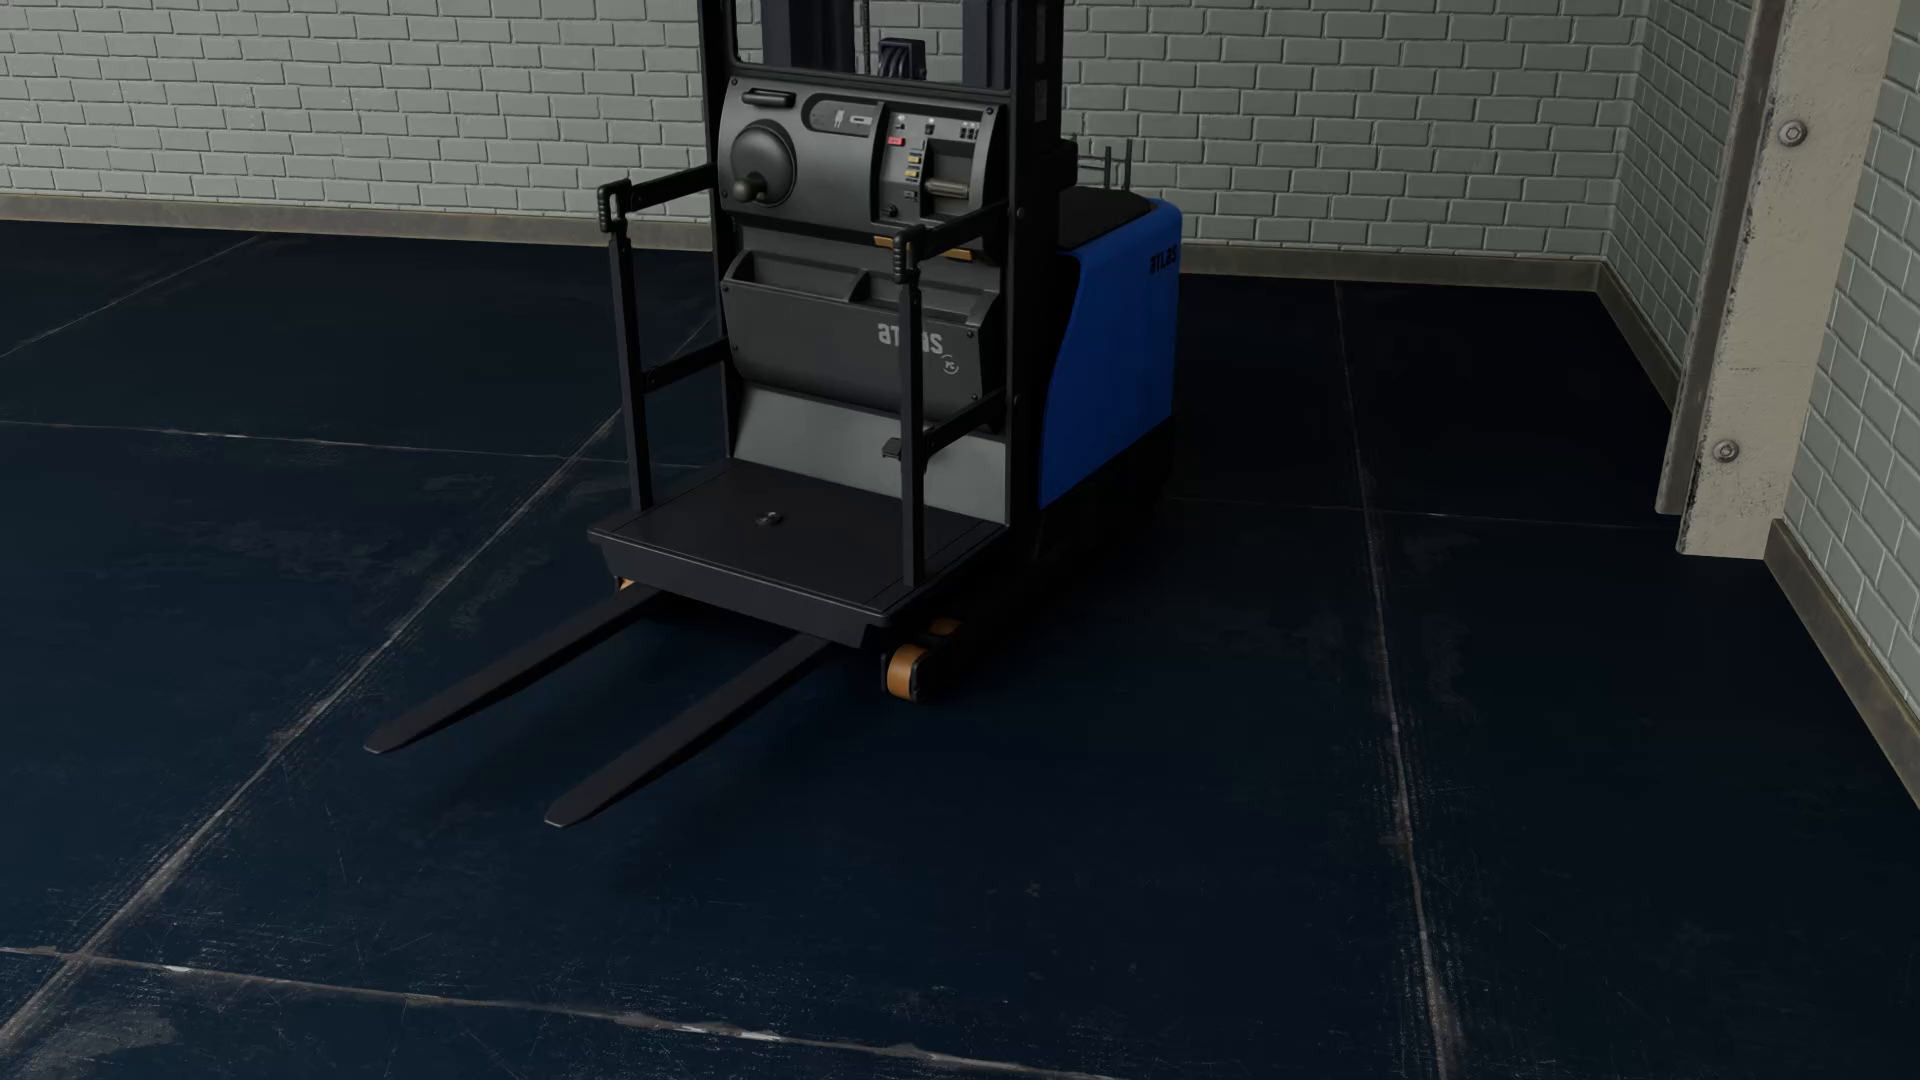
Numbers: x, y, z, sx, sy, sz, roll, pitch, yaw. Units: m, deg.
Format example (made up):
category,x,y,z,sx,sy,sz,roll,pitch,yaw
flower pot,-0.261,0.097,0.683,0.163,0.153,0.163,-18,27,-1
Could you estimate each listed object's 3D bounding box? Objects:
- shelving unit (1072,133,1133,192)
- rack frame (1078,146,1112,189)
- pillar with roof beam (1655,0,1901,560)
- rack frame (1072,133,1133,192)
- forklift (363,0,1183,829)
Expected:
category,x,y,z,sx,sy,sz,roll,pitch,yaw
shelving unit,0.464,-0.893,6.236,0.258,1.200,0.189,13,26,26
rack frame,0.419,-0.863,6.162,0.240,1.200,0.006,13,26,26
pillar with roof beam,-1.620,-4.399,4.534,9.100,9.000,0.400,4,25,9
rack frame,0.508,-0.924,6.309,0.240,1.200,0.006,13,26,26
forklift,-0.415,-1.088,4.617,1.130,2.935,3.031,14,29,28
